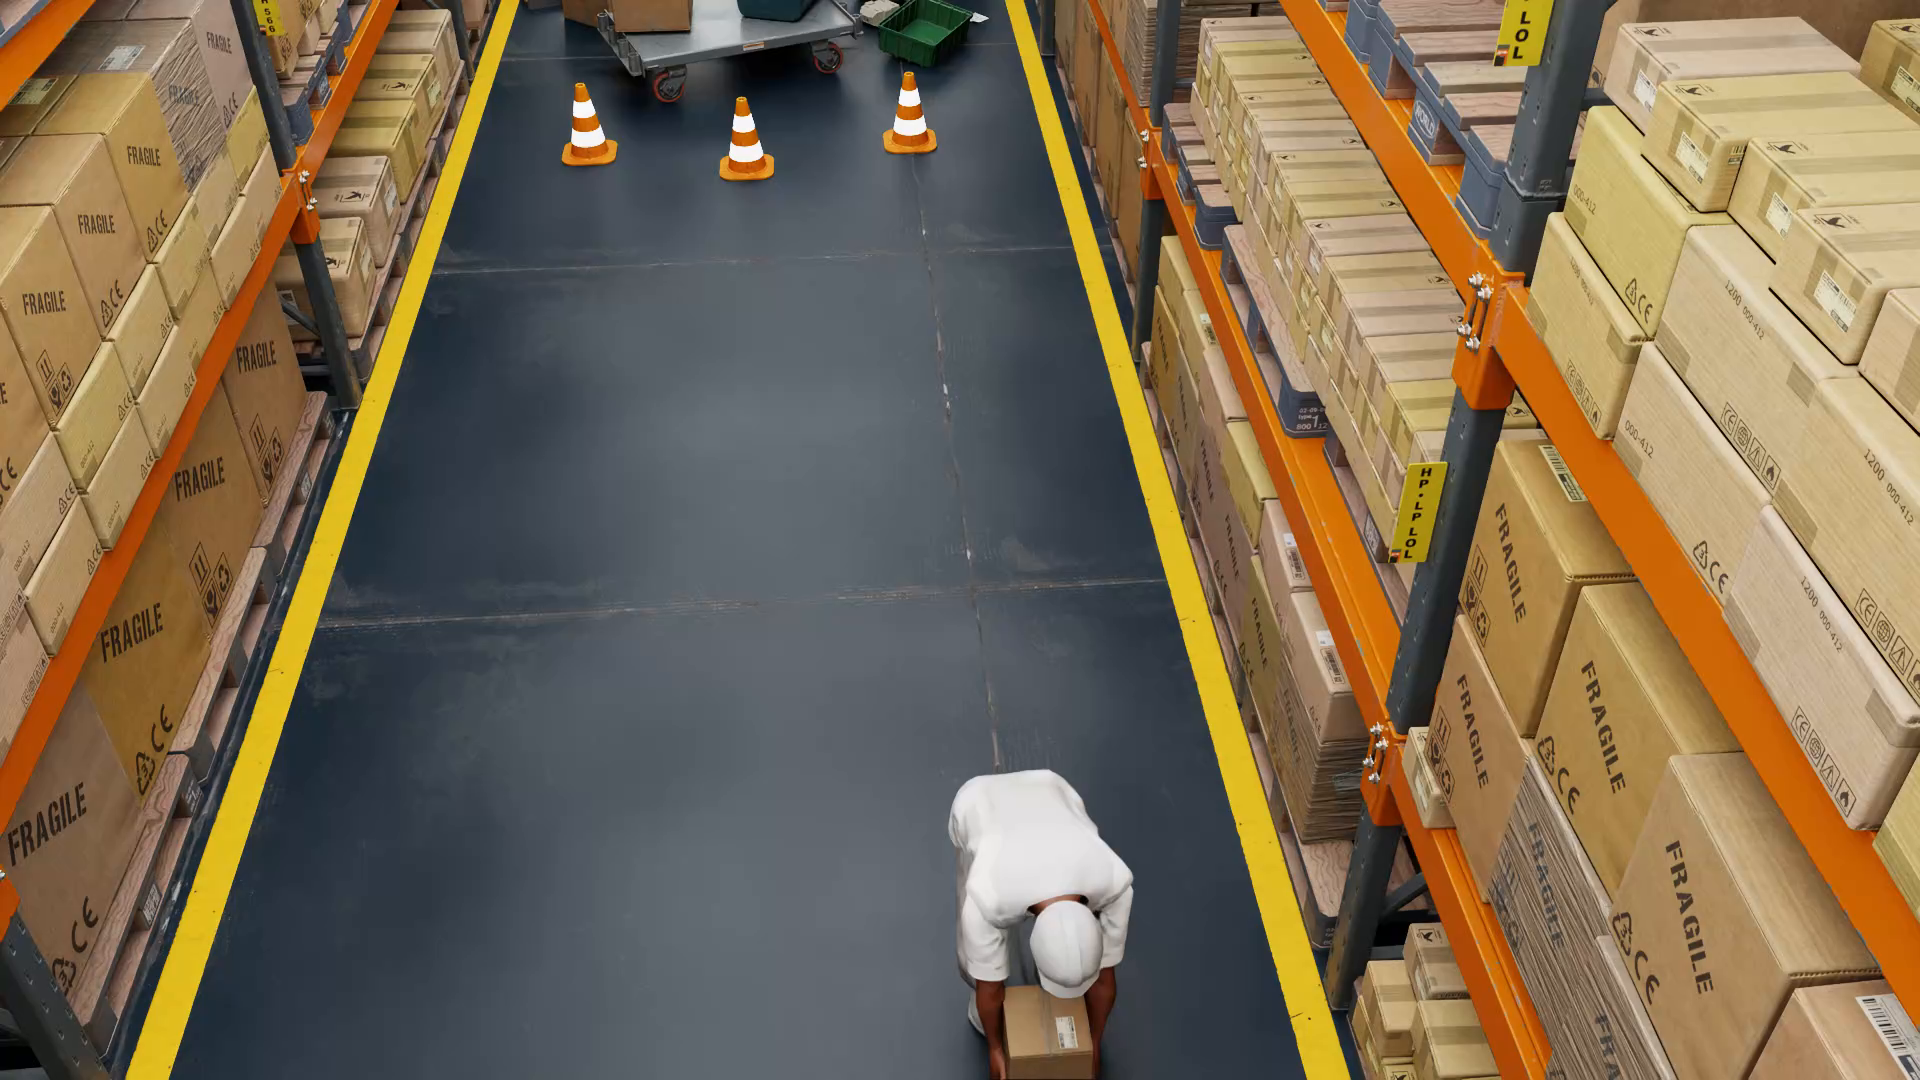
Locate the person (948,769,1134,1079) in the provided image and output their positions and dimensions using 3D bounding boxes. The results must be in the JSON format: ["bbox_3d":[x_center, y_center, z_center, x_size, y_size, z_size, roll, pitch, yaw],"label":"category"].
[{"bbox_3d":[0.247,1.222,5.221,0.527,1.016,0.948,-5,39,-6],"label":"person"}]
